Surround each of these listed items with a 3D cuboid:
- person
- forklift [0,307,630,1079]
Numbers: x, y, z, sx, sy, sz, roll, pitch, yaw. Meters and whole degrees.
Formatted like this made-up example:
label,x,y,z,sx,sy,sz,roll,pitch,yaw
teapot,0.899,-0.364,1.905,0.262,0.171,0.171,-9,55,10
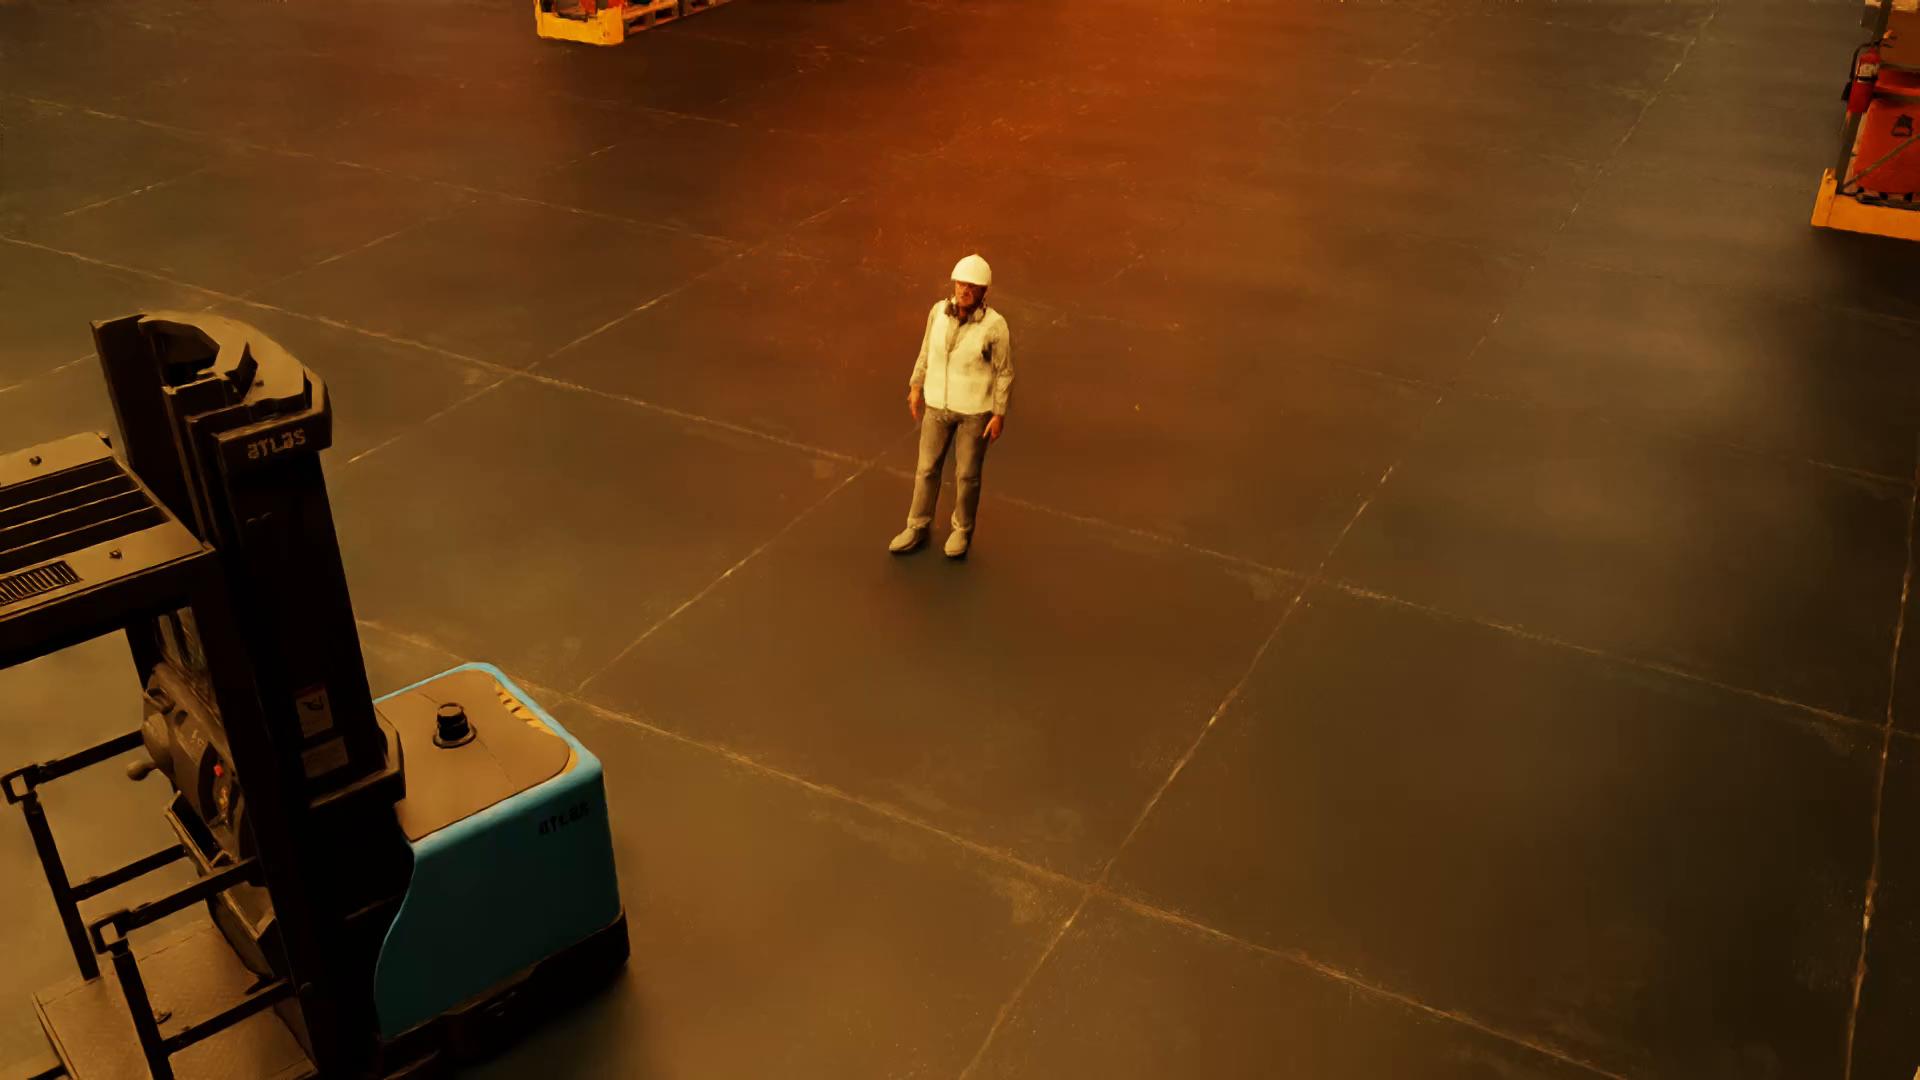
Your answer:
label,x,y,z,sx,sy,sz,roll,pitch,yaw
person,-0.037,-0.749,9.512,0.632,1.773,0.567,15,33,25
forklift,-2.810,0.814,5.660,3.031,2.935,1.130,-24,37,-35
